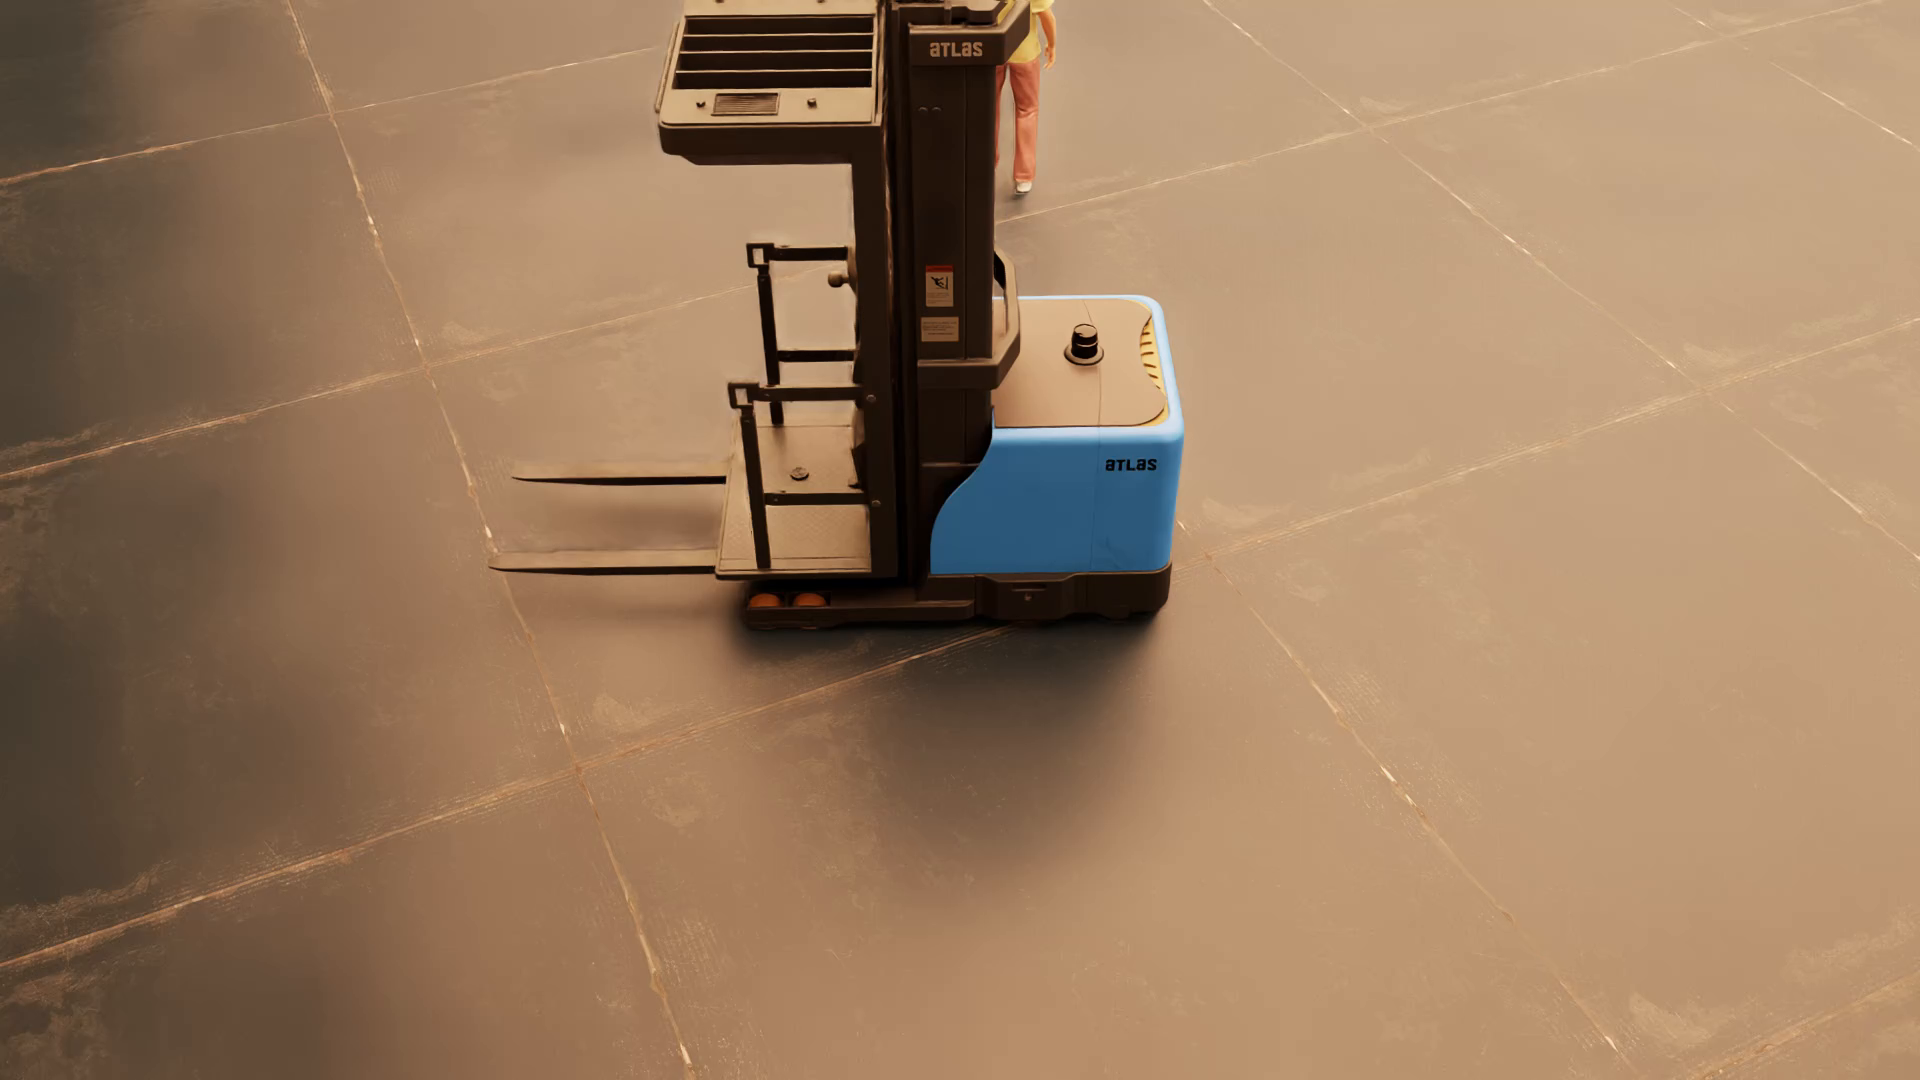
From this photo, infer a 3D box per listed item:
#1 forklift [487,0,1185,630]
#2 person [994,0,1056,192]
[{"bbox_3d":[-0.592,-1.038,6.792,3.031,2.935,1.130,-1,43,-1],"label":"forklift"},{"bbox_3d":[0.290,-2.834,9.669,0.540,1.696,0.495,5,43,5],"label":"person"}]
